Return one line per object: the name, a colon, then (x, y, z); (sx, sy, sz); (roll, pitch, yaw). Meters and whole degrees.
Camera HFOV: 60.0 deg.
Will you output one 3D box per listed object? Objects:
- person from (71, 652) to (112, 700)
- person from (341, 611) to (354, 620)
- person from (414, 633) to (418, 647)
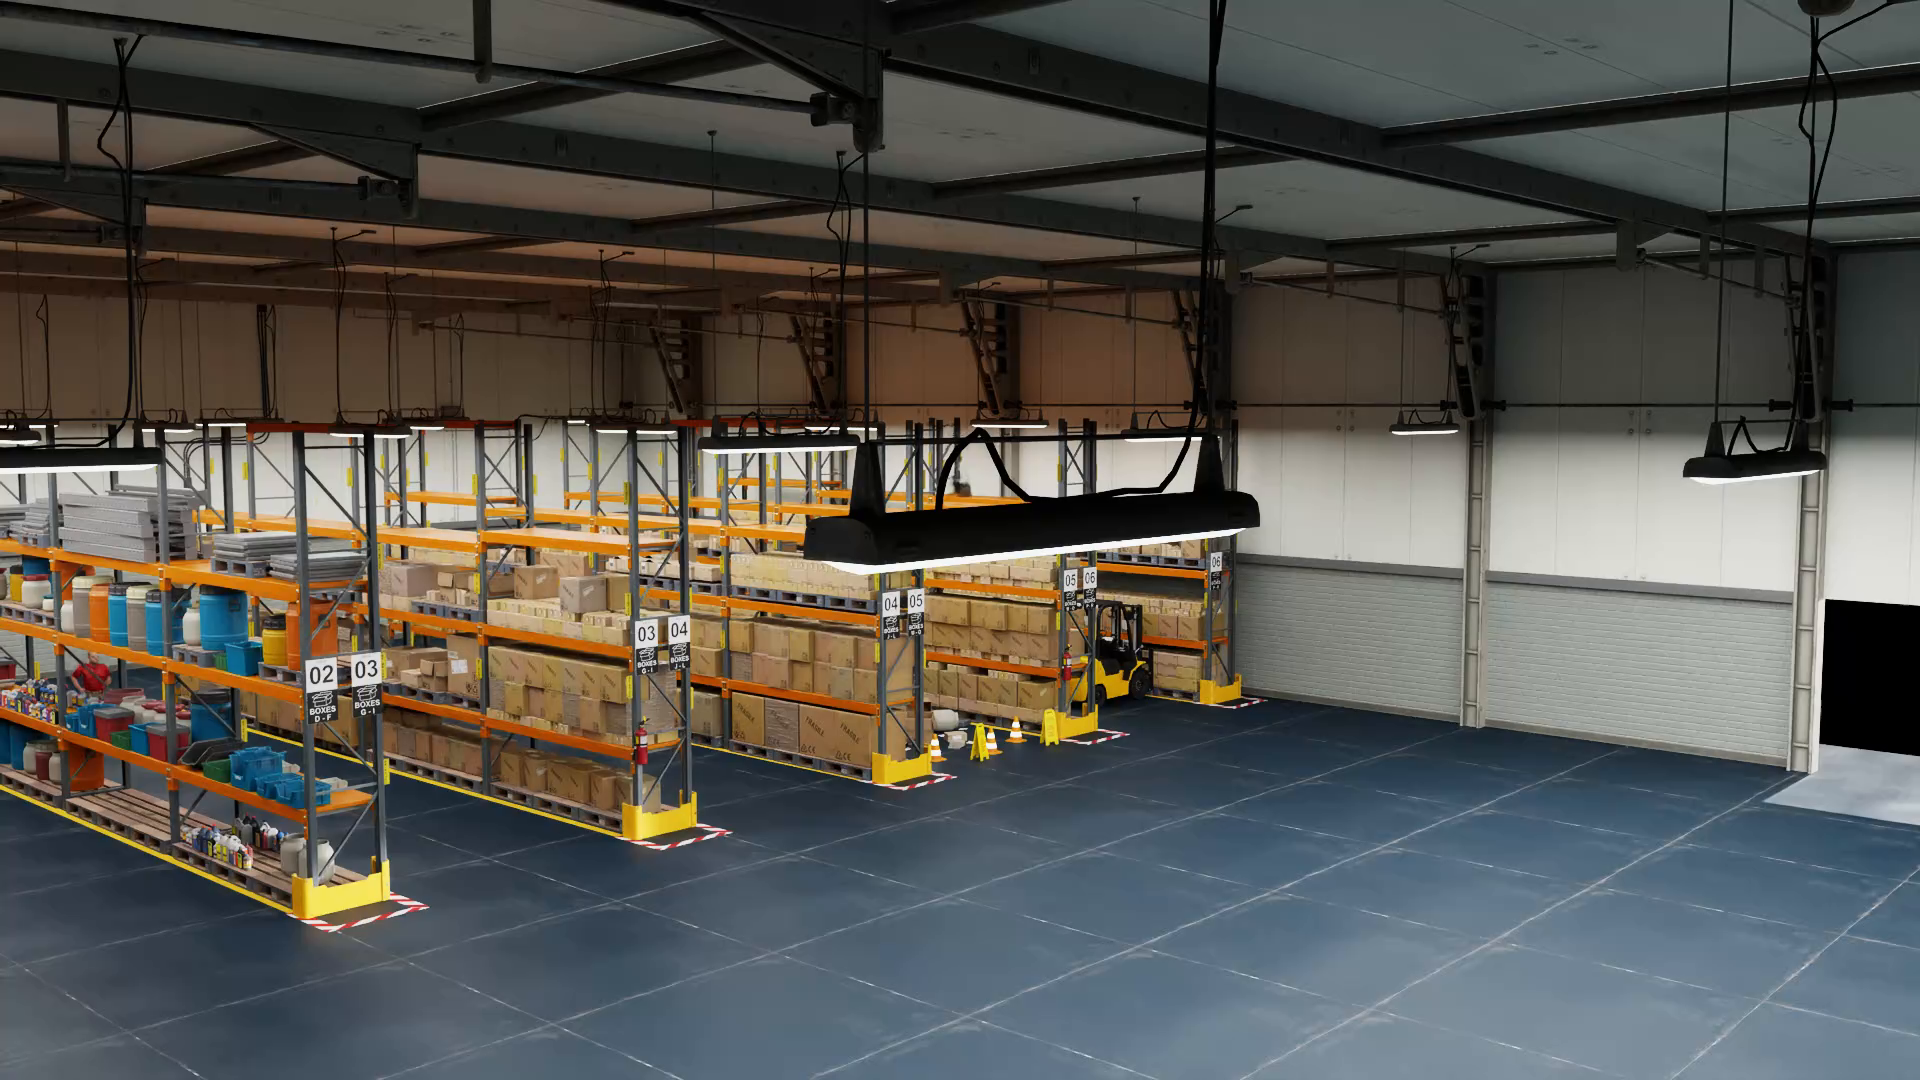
person: (-16.220, 2.956, 31.160); (1.123, 1.753, 0.632); (3, 5, 31)
person: (-14.189, 2.282, 38.691); (0.663, 1.649, 0.623); (0, 5, -2)
person: (-13.239, 2.200, 40.228); (0.488, 1.690, 0.823); (-1, 5, -13)
